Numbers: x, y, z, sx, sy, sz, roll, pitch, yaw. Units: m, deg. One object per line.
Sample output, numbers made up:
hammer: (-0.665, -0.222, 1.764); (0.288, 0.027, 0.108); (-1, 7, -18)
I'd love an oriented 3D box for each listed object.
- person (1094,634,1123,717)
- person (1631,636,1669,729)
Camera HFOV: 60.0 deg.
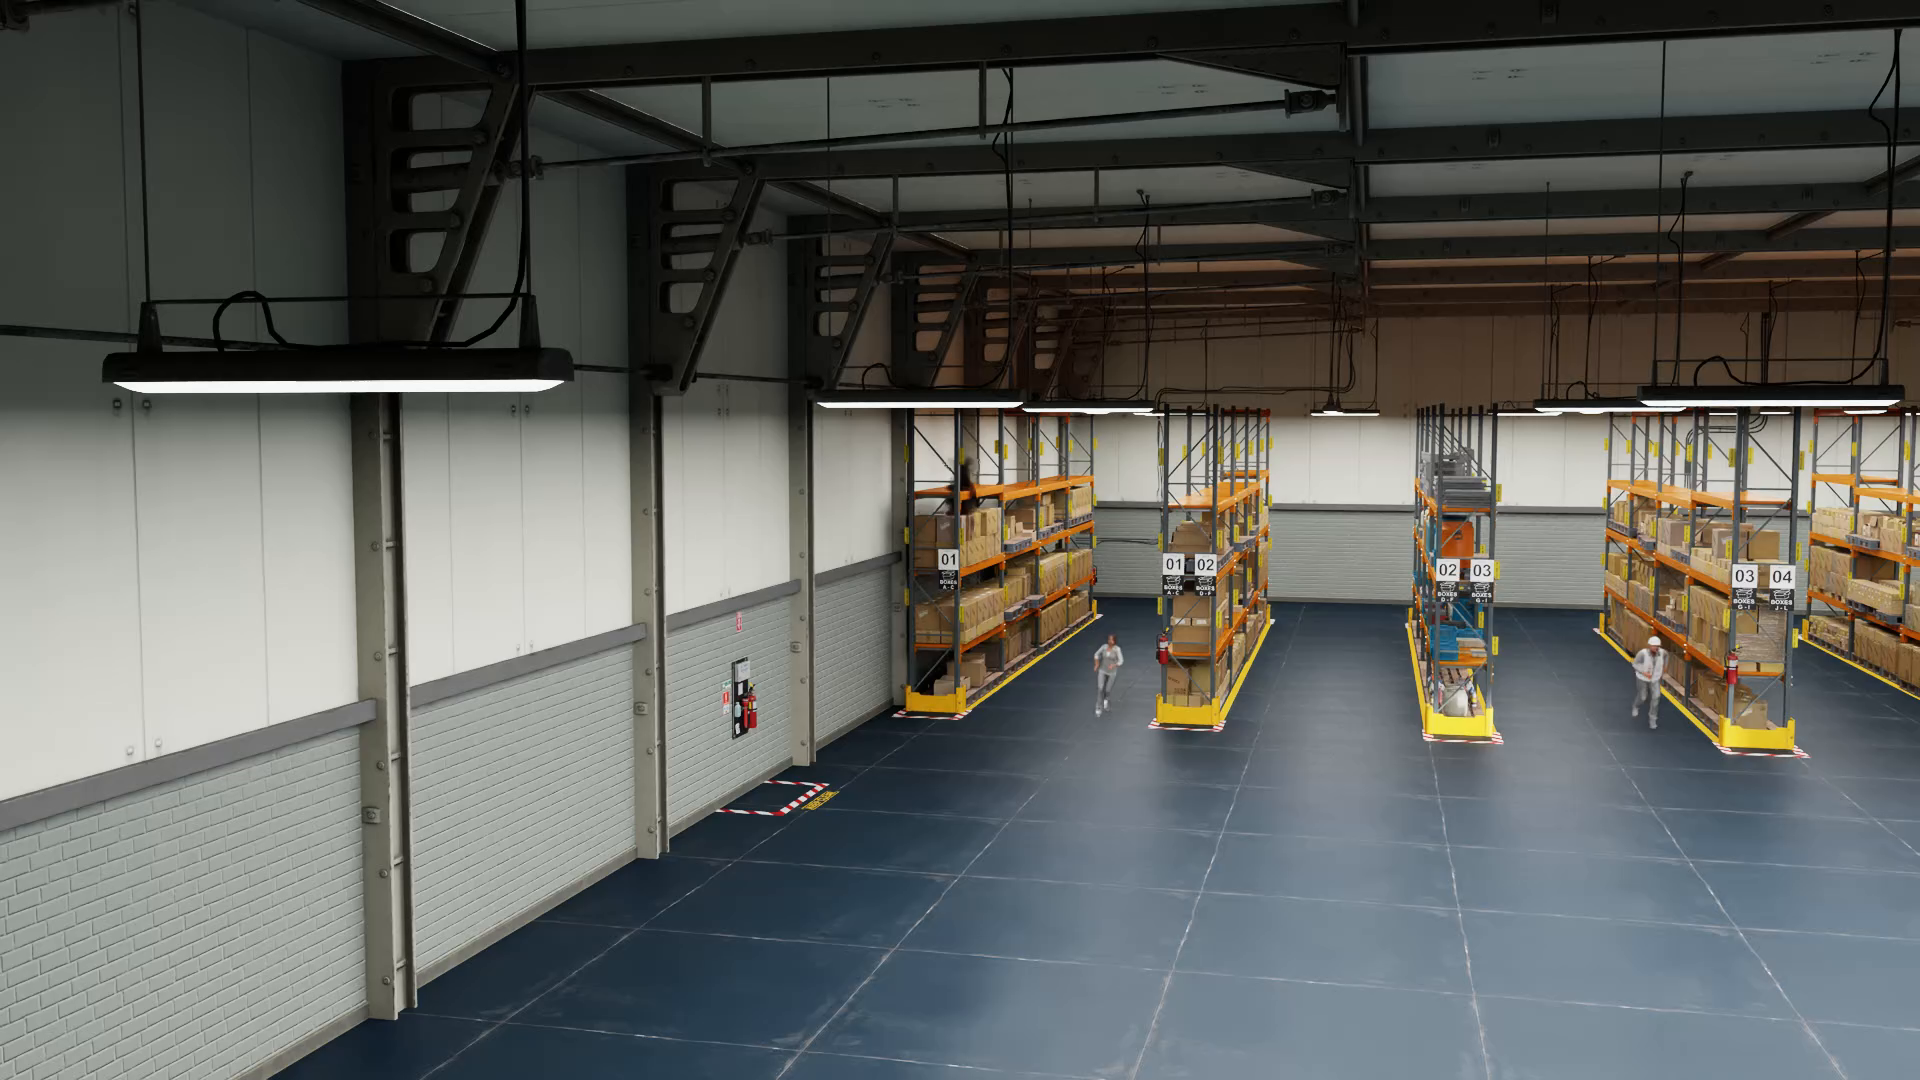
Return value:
person: (2.882, 2.647, 32.249); (0.569, 1.490, 0.801); (1, 4, 9)
person: (12.891, 2.626, 31.182); (0.700, 1.735, 1.040); (0, 4, -2)
